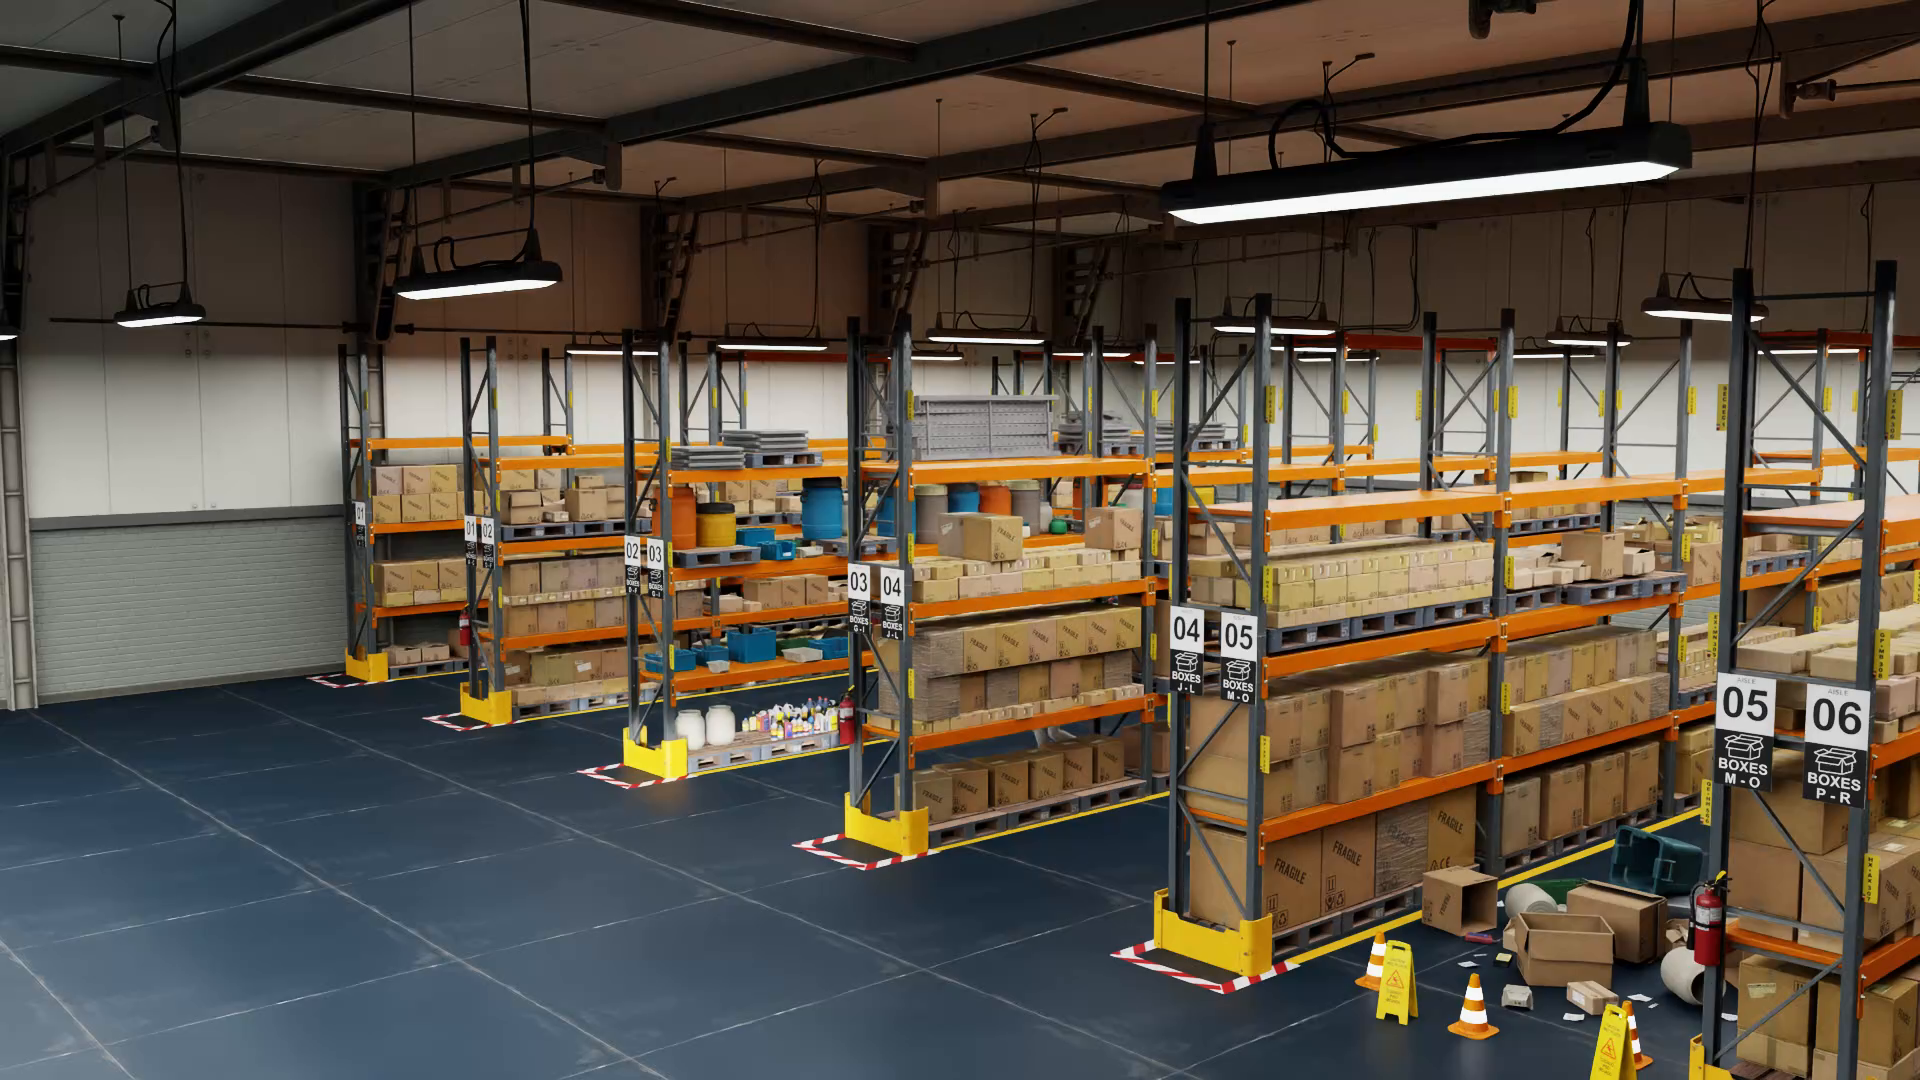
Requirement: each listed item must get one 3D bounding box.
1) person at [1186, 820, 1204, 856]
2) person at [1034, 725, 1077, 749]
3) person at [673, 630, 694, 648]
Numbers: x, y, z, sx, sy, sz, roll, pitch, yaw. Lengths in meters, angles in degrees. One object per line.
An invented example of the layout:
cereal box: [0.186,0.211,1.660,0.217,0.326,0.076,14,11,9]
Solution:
person: [2.807,2.644,18.561,0.569,1.856,0.624,-5,7,-44]
person: [1.328,2.249,22.897,0.750,1.757,0.641,-3,6,-26]
person: [-5.366,1.535,31.391,0.538,1.597,0.964,3,6,27]
